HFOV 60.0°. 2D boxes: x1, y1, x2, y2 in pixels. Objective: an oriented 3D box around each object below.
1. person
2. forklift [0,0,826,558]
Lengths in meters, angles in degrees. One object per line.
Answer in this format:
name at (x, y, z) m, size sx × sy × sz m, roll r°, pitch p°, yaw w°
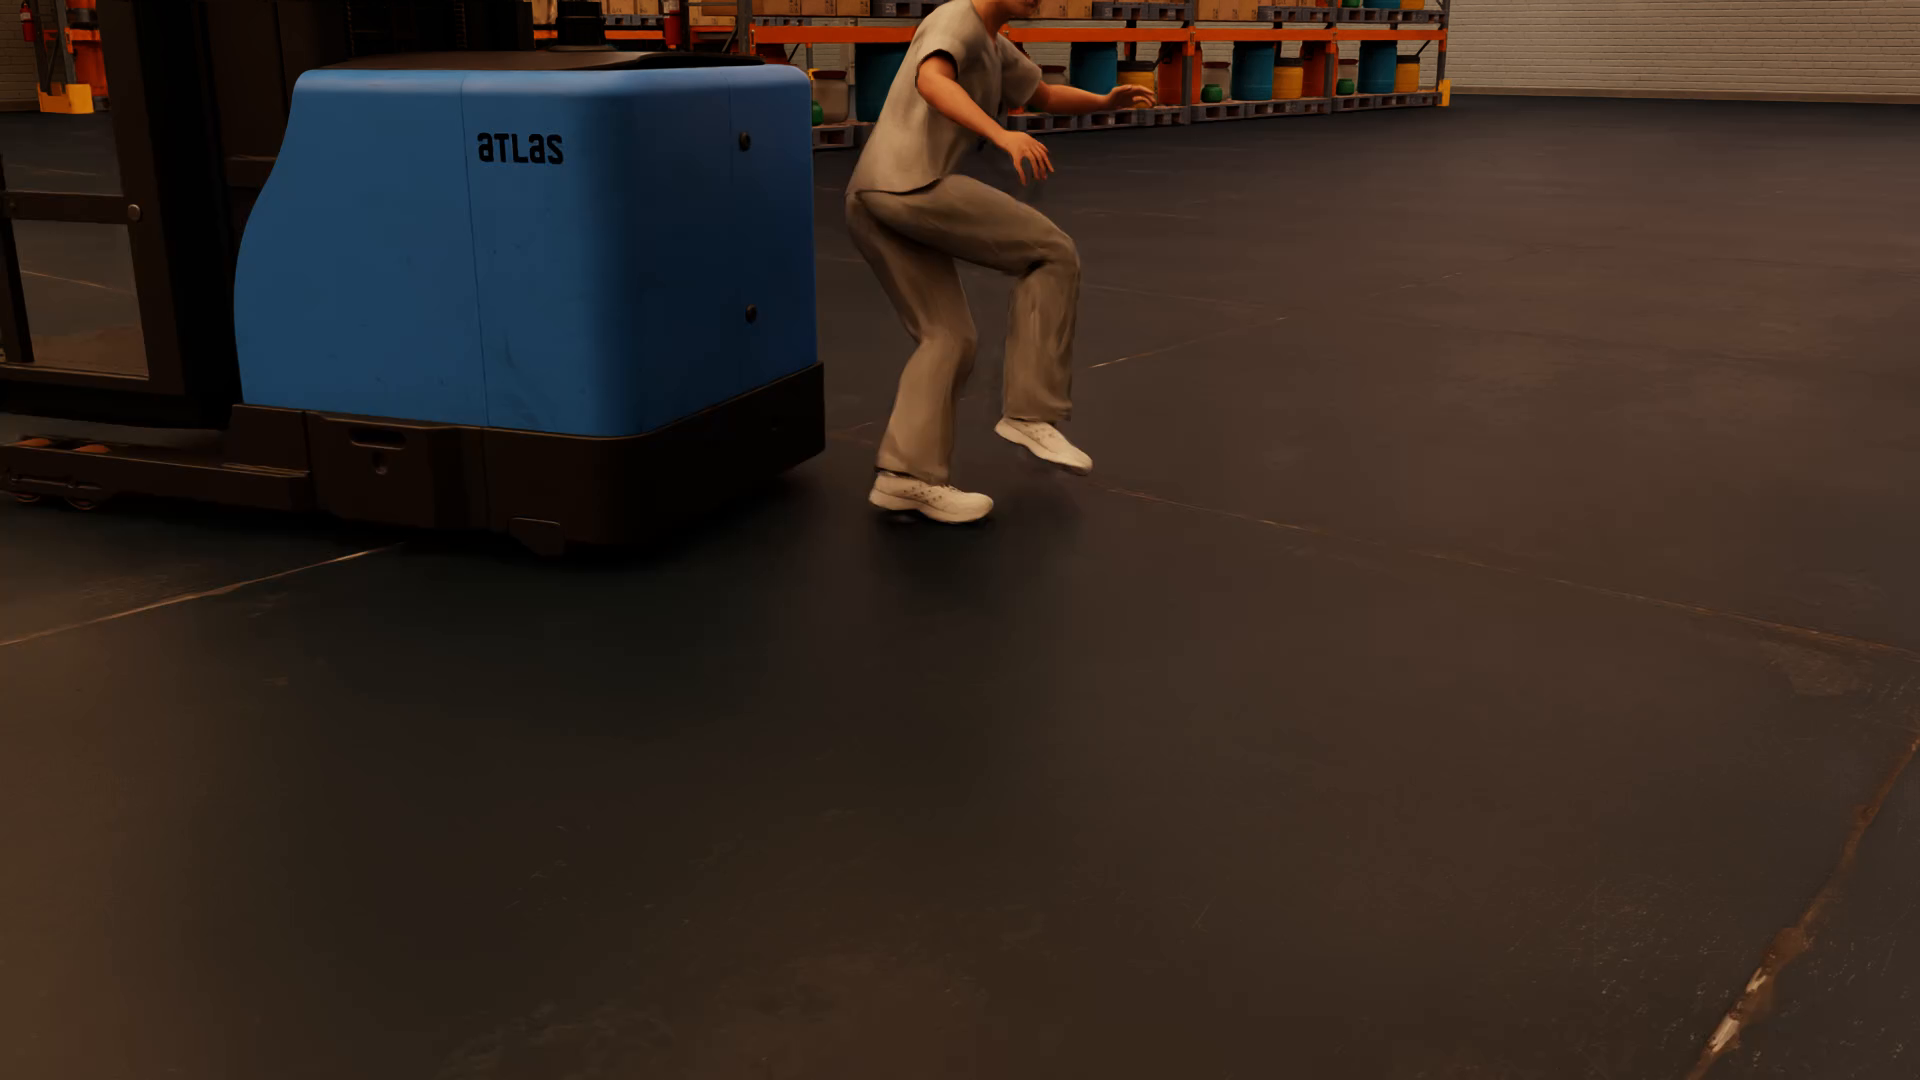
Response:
person at (0.127, -0.840, 4.231) m, size 0.819 × 1.431 × 0.880 m, roll -3°, pitch 17°, yaw -10°
forklift at (-1.936, -1.612, 4.206) m, size 3.031 × 2.935 × 1.130 m, roll 6°, pitch 18°, yaw 20°
